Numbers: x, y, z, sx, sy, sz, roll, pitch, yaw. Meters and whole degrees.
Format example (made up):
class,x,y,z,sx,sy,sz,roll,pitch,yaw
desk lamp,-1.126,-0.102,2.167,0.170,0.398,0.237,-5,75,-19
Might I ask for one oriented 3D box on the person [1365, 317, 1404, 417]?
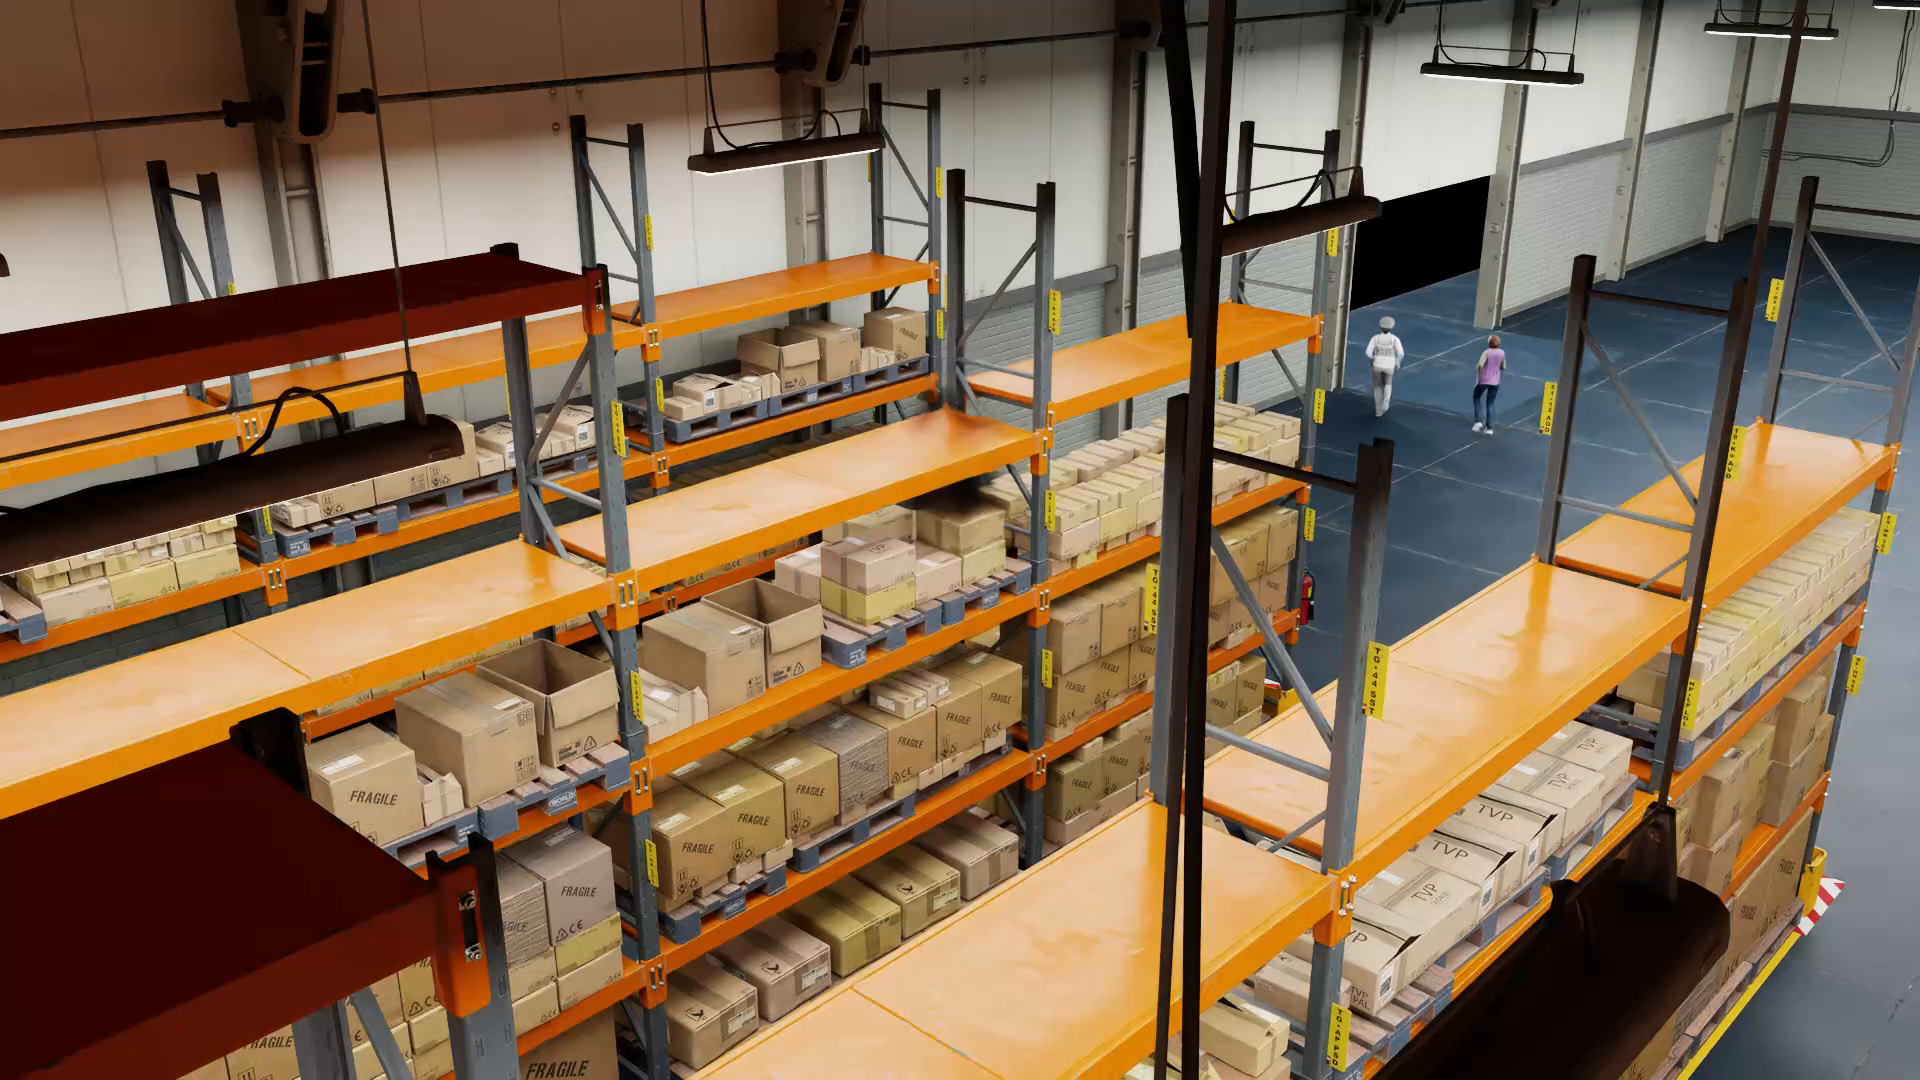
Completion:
class,x,y,z,sx,sy,sz,roll,pitch,yaw
person,6.879,-2.815,27.010,0.614,1.654,0.549,6,22,15

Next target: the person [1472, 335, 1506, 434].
class,x,y,z,sx,sy,sz,roll,pitch,yaw
person,8.275,-2.437,26.093,0.514,1.624,0.661,0,21,0
